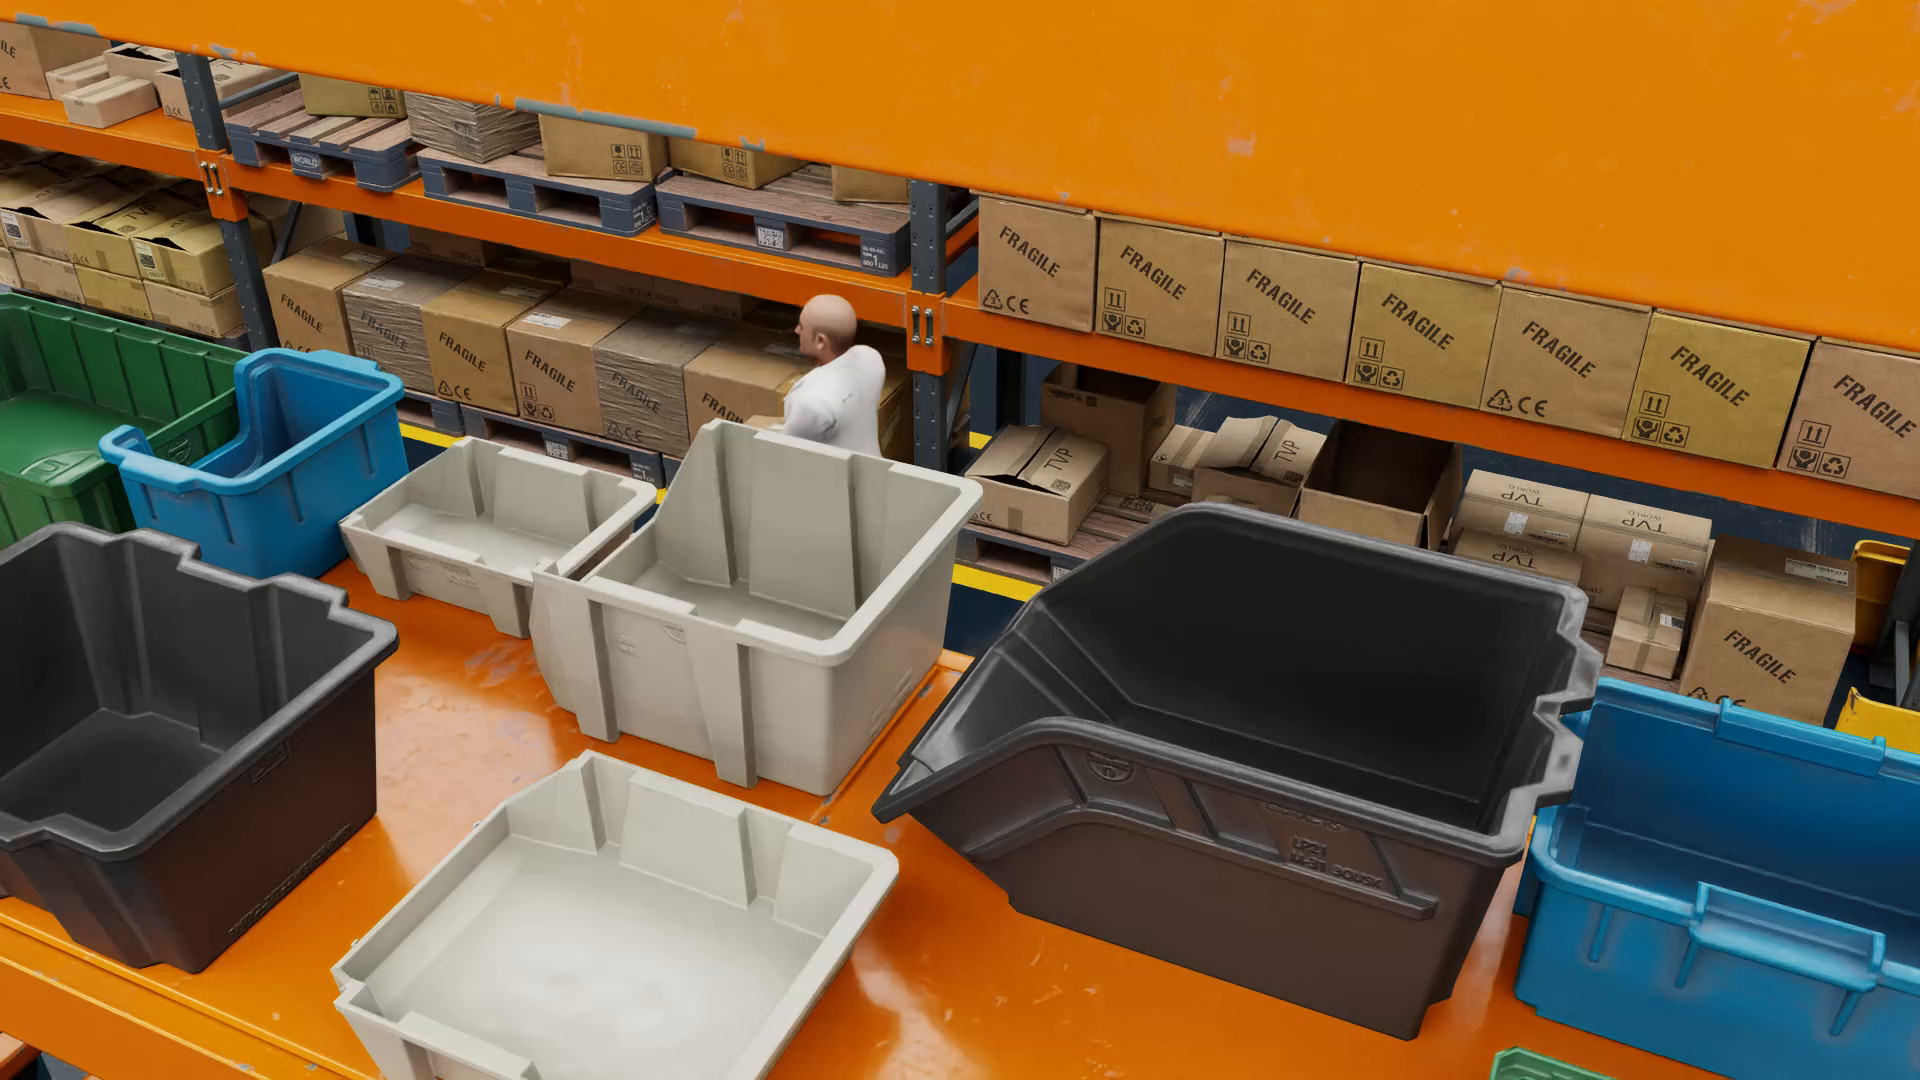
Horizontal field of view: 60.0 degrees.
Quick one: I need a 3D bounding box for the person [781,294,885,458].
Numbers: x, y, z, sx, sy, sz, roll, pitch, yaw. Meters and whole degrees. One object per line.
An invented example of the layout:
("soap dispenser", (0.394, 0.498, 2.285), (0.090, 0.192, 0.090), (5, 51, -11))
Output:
("person", (-0.564, -0.143, 6.376), (0.558, 1.780, 0.523), (14, 36, 20))
